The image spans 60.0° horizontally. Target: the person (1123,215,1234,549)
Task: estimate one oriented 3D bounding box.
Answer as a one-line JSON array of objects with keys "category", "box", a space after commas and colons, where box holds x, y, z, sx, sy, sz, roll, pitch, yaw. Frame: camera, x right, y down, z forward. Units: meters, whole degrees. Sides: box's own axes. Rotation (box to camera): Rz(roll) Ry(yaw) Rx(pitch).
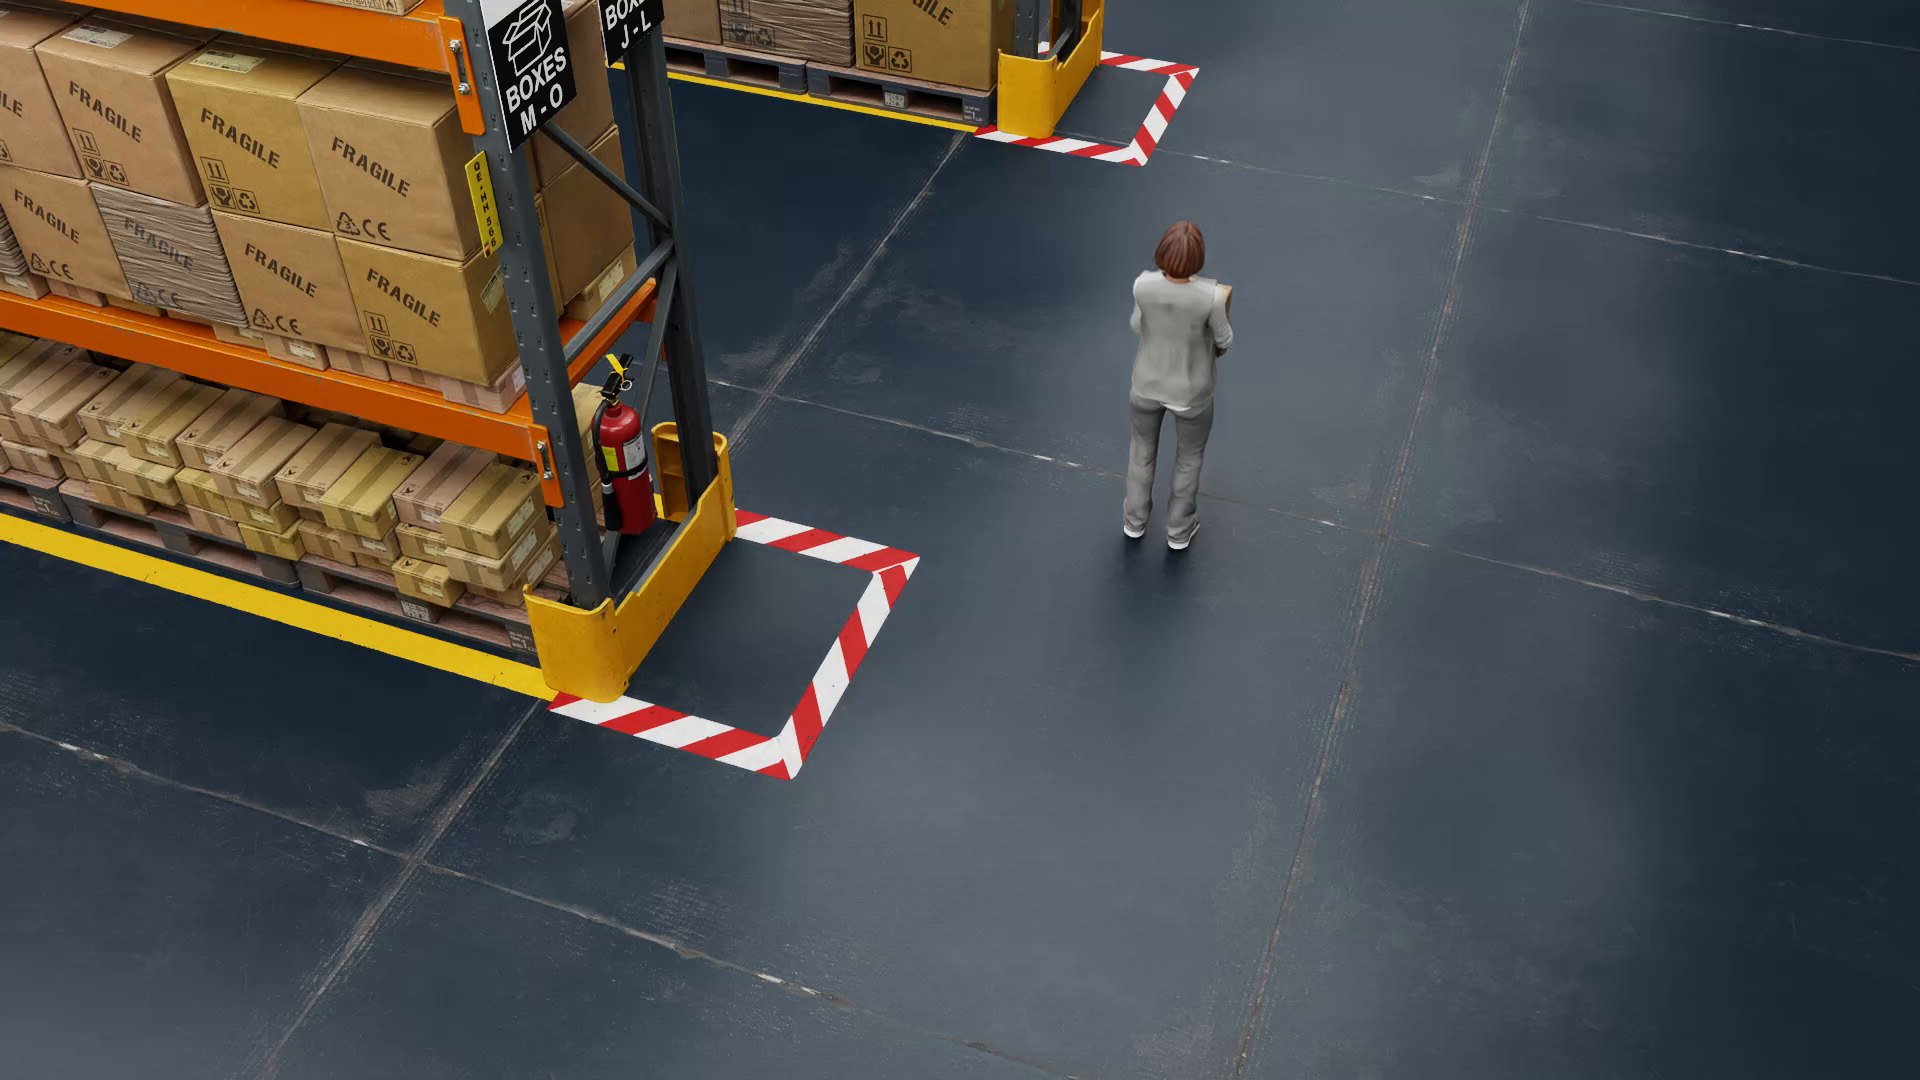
[{"category": "person", "box": [0.899, -0.676, 6.908, 0.440, 1.602, 0.461, 13, 44, 14]}]
